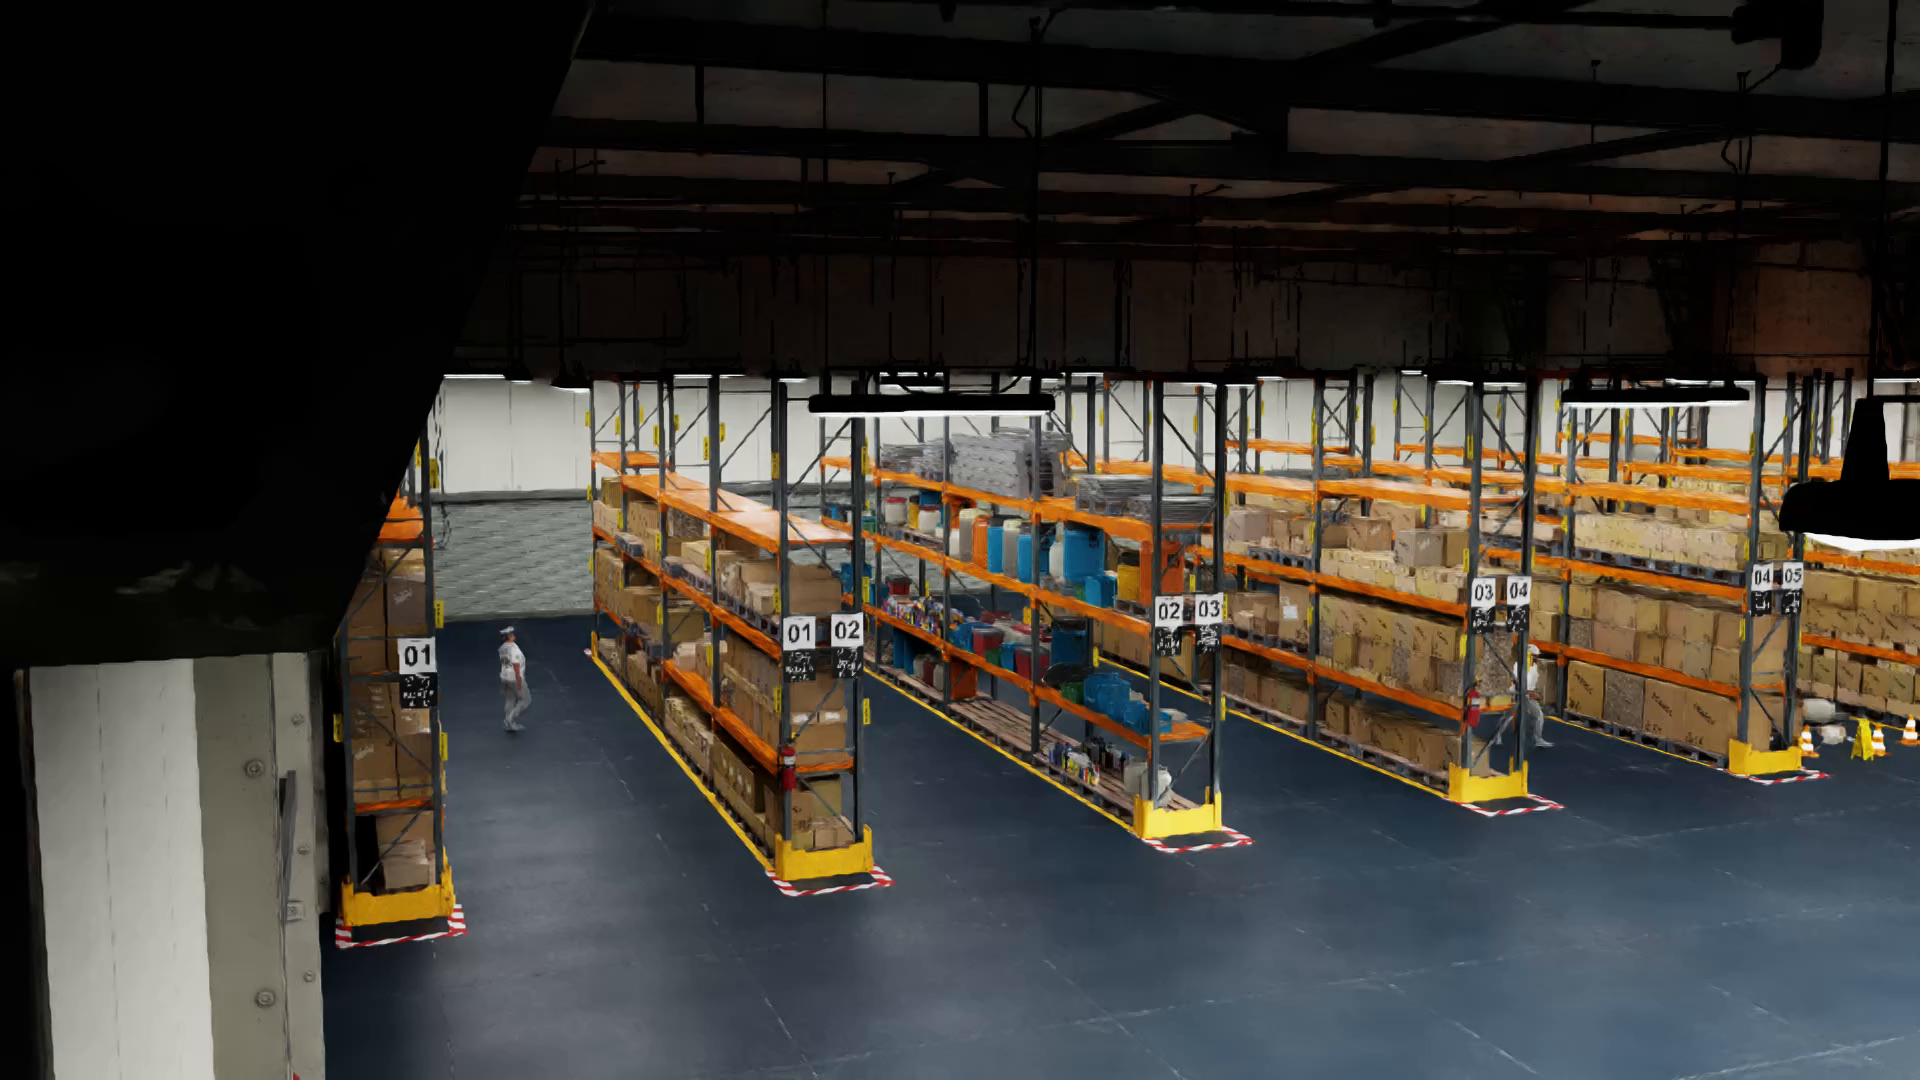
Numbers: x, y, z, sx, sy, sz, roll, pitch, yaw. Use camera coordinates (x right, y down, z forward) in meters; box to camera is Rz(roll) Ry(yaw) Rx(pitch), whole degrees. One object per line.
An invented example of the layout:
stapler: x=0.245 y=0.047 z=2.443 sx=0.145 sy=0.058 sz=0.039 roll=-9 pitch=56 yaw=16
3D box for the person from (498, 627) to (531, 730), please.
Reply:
person: x=-7.531 y=2.343 z=27.951 sx=0.467 sy=1.755 sz=0.577 roll=-6 pitch=9 yaw=-45

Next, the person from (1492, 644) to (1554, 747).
person: x=9.053 y=2.496 z=26.784 sx=0.708 sy=1.703 sz=0.838 roll=-5 pitch=8 yaw=-37
